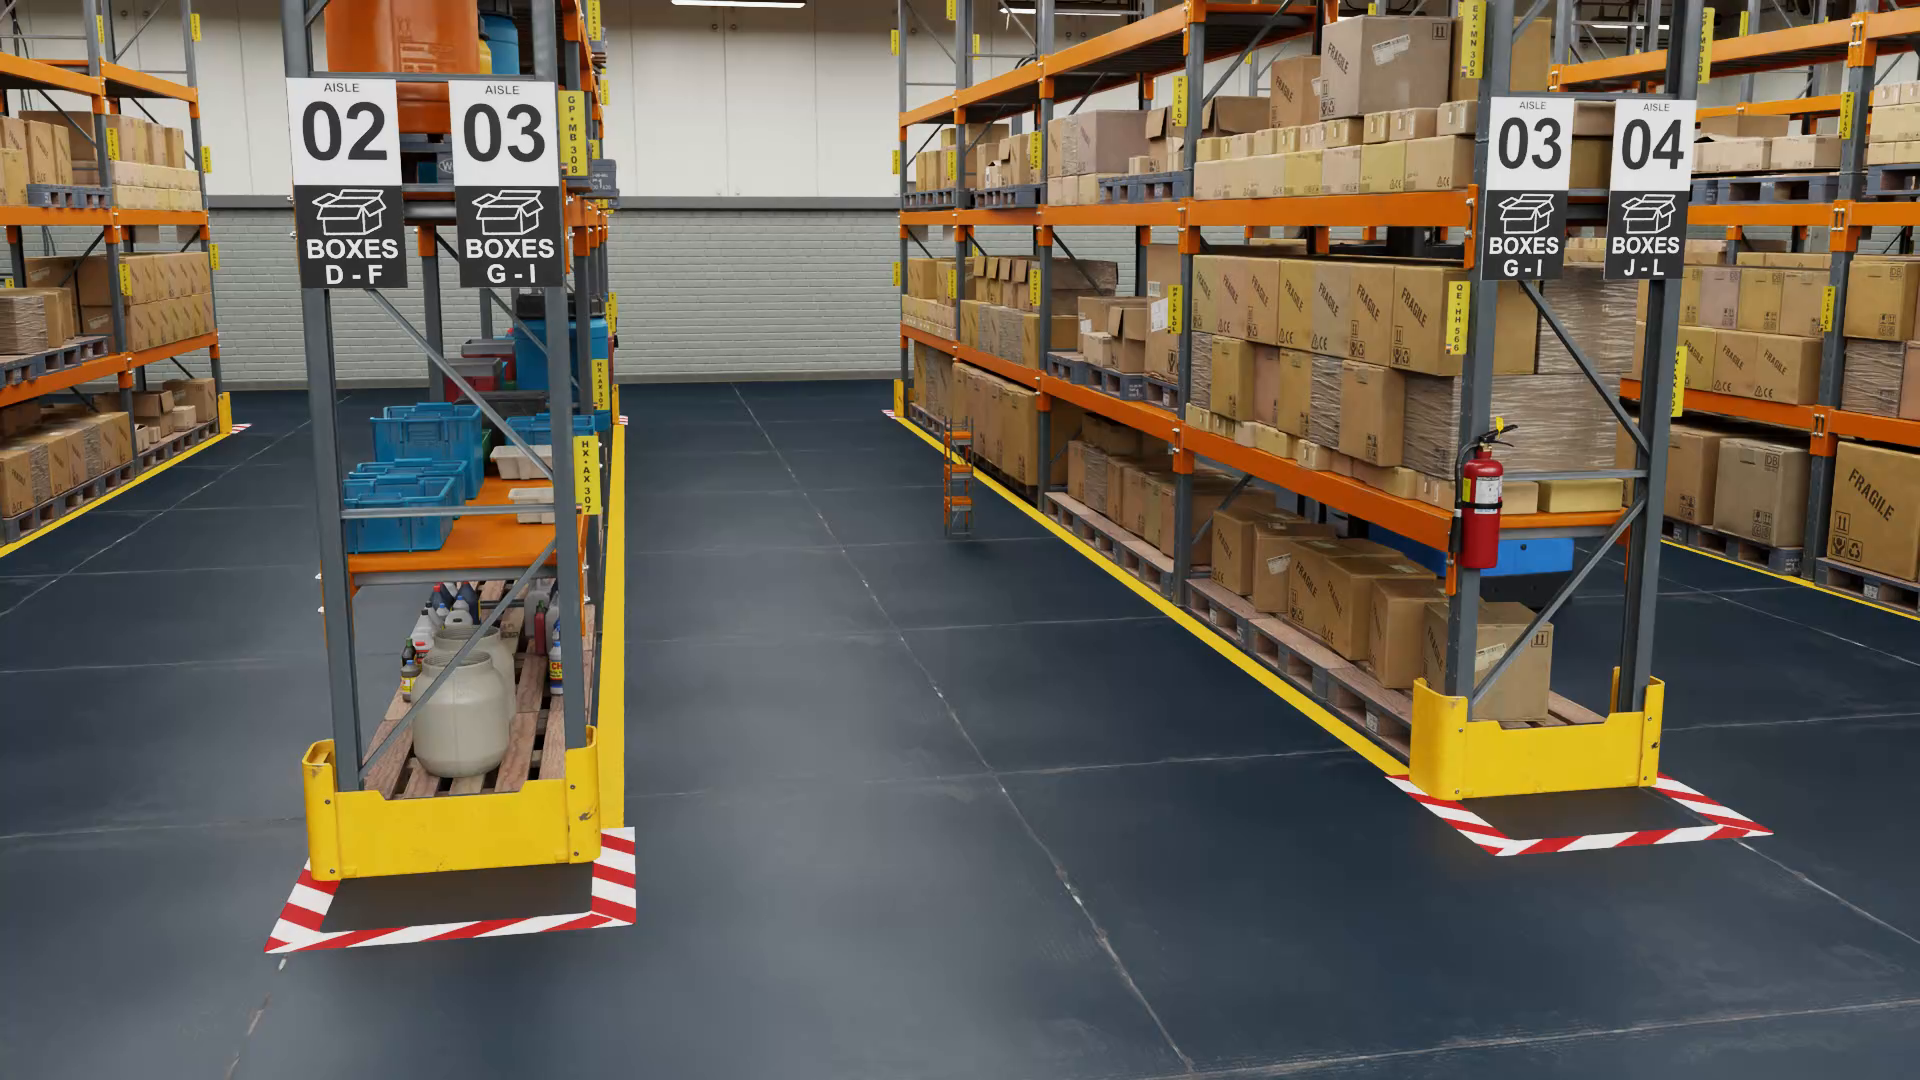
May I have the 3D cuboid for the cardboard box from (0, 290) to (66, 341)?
[{"bbox_3d":[-9.196,-2.168,16.176,0.700,0.500,0.500,0,11,-2],"label":"cardboard box"}]

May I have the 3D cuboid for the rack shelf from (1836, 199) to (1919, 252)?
[{"bbox_3d":[7.283,-1.939,10.265,1.077,0.370,4.000,-2,11,-11],"label":"rack shelf"}]

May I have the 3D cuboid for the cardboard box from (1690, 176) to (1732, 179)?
[{"bbox_3d":[6.613,-3.424,14.989,0.500,0.311,0.500,-2,11,-11],"label":"cardboard box"}]

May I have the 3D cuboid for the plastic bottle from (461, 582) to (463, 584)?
[{"bbox_3d":[-3.024,0.403,10.145,0.061,0.283,0.133,-2,11,-11],"label":"plastic bottle"}]

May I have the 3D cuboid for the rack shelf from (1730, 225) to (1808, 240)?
[{"bbox_3d":[10.563,-3.605,19.017,1.077,0.370,4.000,-2,11,-11],"label":"rack shelf"}]

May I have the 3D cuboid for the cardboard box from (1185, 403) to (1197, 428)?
[{"bbox_3d":[1.756,-0.850,11.314,0.380,0.149,0.250,-2,11,-11],"label":"cardboard box"}]

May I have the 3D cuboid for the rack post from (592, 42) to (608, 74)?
[{"bbox_3d":[-3.887,-4.646,15.877,0.937,0.300,0.954,-1,11,-5],"label":"rack post"}]

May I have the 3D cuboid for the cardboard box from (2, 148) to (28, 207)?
[{"bbox_3d":[-8.805,-3.189,14.637,0.910,0.500,0.500,-2,11,-11],"label":"cardboard box"}]

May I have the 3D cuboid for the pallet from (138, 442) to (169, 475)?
[{"bbox_3d":[-9.398,-0.888,18.297,1.003,0.211,1.213,-2,11,-11],"label":"pallet"}]

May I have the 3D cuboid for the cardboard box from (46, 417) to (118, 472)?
[{"bbox_3d":[-8.800,-0.949,16.669,0.500,0.500,0.500,-2,11,-11],"label":"cardboard box"}]

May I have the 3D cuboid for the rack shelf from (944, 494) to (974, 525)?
[{"bbox_3d":[-0.010,-0.242,14.204,0.215,0.259,0.240,-2,11,-11],"label":"rack shelf"}]

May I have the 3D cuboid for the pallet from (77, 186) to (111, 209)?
[{"bbox_3d":[-9.207,-3.391,16.470,1.213,0.211,1.003,-2,11,-11],"label":"pallet"}]

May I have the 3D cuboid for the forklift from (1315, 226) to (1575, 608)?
[{"bbox_3d":[3.341,-1.167,12.491,1.130,2.935,3.031,-3,11,-16],"label":"forklift"}]

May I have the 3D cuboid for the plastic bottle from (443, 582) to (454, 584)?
[{"bbox_3d":[-3.218,0.355,10.432,0.097,0.271,0.097,0,11,0],"label":"plastic bottle"}]

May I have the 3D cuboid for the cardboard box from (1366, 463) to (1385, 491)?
[{"bbox_3d":[2.348,-0.348,8.675,0.380,0.149,0.250,-2,11,-11],"label":"cardboard box"}]

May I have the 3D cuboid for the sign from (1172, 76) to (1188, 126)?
[{"bbox_3d":[1.465,-2.924,11.080,0.100,0.325,0.005,-2,11,-11],"label":"sign"}]

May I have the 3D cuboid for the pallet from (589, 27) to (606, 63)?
[{"bbox_3d":[-3.738,-4.369,14.658,1.213,0.211,1.003,-2,11,-11],"label":"pallet"}]

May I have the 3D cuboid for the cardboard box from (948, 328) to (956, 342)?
[{"bbox_3d":[0.072,-2.412,19.519,0.380,0.149,0.250,-2,11,-11],"label":"cardboard box"}]

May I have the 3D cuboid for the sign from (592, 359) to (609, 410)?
[{"bbox_3d":[-2.308,-0.998,10.677,0.100,0.325,0.005,-2,11,-11],"label":"sign"}]

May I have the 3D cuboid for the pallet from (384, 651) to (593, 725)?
[{"bbox_3d":[-2.519,0.875,9.036,1.003,0.211,1.213,-2,11,-11],"label":"pallet"}]

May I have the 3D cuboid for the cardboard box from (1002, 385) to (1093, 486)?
[{"bbox_3d":[1.117,-1.048,16.238,1.225,0.875,0.875,-3,11,-14],"label":"cardboard box"}]

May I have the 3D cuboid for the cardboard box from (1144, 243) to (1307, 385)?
[{"bbox_3d":[1.992,-1.676,12.252,1.000,1.000,1.000,-2,11,-11],"label":"cardboard box"}]

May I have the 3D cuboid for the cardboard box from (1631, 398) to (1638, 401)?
[{"bbox_3d":[9.808,-2.248,23.715,0.875,0.438,0.875,-2,11,-9],"label":"cardboard box"}]

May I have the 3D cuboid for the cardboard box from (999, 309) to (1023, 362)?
[{"bbox_3d":[0.696,-2.075,16.810,0.500,0.500,0.500,-2,11,-13],"label":"cardboard box"}]

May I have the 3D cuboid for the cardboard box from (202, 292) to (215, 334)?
[{"bbox_3d":[-9.689,-2.842,20.840,0.500,0.500,0.500,-2,11,-9],"label":"cardboard box"}]

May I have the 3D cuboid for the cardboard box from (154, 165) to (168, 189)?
[{"bbox_3d":[-9.398,-4.151,19.025,0.500,0.250,0.500,-2,11,-11],"label":"cardboard box"}]

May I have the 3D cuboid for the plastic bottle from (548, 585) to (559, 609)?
[{"bbox_3d":[-2.342,0.443,9.754,0.144,0.351,0.185,-2,11,-11],"label":"plastic bottle"}]

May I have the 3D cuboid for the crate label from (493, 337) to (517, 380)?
[{"bbox_3d":[-3.700,-1.403,13.451,0.502,0.435,0.616,-2,11,-11],"label":"crate label"}]

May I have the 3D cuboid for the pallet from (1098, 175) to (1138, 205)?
[{"bbox_3d":[1.788,-2.713,12.906,1.213,0.211,1.003,-2,11,-11],"label":"pallet"}]

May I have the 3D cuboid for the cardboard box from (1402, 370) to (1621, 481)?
[{"bbox_3d":[2.707,-0.588,8.199,0.875,0.500,0.500,-2,11,-11],"label":"cardboard box"}]

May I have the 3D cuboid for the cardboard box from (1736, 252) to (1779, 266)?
[{"bbox_3d":[9.977,-3.301,20.576,0.500,0.500,0.500,-2,11,-10],"label":"cardboard box"}]

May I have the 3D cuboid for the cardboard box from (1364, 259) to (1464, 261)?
[{"bbox_3d":[2.655,-1.363,9.597,0.500,0.500,0.500,-2,11,-11],"label":"cardboard box"}]

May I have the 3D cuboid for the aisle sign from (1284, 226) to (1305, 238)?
[{"bbox_3d":[4.840,-4.688,23.853,0.394,0.787,0.004,-2,11,-11],"label":"aisle sign"}]

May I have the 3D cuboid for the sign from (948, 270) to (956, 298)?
[{"bbox_3d":[-0.091,-2.935,19.068,0.100,0.325,0.005,-2,11,-11],"label":"sign"}]

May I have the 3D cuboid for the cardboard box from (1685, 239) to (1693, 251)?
[{"bbox_3d":[9.751,-3.900,21.987,0.380,0.149,0.250,-2,11,-11],"label":"cardboard box"}]

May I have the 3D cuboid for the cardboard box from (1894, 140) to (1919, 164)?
[{"bbox_3d":[6.683,-2.665,11.435,0.380,0.149,0.250,-2,11,-11],"label":"cardboard box"}]

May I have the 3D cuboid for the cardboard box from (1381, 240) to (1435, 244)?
[{"bbox_3d":[5.489,-3.431,20.465,0.500,0.500,0.500,-2,11,-10],"label":"cardboard box"}]

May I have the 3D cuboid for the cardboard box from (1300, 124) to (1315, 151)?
[{"bbox_3d":[2.144,-2.265,9.388,0.380,0.149,0.250,-2,11,-10],"label":"cardboard box"}]

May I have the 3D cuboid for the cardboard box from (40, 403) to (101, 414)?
[{"bbox_3d":[-9.654,-1.214,18.062,0.500,0.500,0.500,-2,11,-11],"label":"cardboard box"}]

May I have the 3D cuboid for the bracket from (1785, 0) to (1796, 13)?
[{"bbox_3d":[14.194,-9.072,28.169,0.235,0.232,0.430,-2,11,-11],"label":"bracket"}]

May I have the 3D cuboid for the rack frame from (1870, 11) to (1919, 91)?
[{"bbox_3d":[14.264,-6.714,25.403,1.000,3.000,0.127,-2,11,-11],"label":"rack frame"}]

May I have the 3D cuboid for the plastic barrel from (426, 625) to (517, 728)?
[{"bbox_3d":[-2.372,0.696,8.050,0.421,0.512,0.421,0,11,0],"label":"plastic barrel"}]

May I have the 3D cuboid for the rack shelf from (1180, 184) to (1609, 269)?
[{"bbox_3d":[2.398,-1.777,9.415,1.077,0.370,4.000,-2,11,-11],"label":"rack shelf"}]

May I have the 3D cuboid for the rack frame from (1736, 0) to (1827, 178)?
[{"bbox_3d":[10.174,-5.799,20.596,1.000,3.000,0.127,-2,11,-11],"label":"rack frame"}]

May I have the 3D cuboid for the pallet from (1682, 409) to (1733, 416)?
[{"bbox_3d":[10.102,-1.624,22.166,1.003,0.211,1.213,-2,11,-11],"label":"pallet"}]

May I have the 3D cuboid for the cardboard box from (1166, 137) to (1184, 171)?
[{"bbox_3d":[1.728,-2.807,12.135,0.396,0.266,0.258,-2,11,-9],"label":"cardboard box"}]

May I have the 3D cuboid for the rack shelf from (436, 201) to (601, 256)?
[{"bbox_3d":[-3.239,-2.331,12.323,1.077,0.370,4.000,-2,11,-11],"label":"rack shelf"}]

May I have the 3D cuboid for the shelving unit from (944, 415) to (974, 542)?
[{"bbox_3d":[-0.010,-0.526,14.150,0.215,1.050,0.252,-2,11,-11],"label":"shelving unit"}]

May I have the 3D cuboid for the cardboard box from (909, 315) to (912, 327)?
[{"bbox_3d":[-0.478,-2.931,22.243,0.380,0.149,0.250,-2,11,-12],"label":"cardboard box"}]

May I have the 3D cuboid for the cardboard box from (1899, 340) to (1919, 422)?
[{"bbox_3d":[7.106,-1.092,11.512,0.875,0.550,0.550,-2,11,-11],"label":"cardboard box"}]

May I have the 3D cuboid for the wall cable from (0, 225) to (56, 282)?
[{"bbox_3d":[-15.651,-5.157,25.527,3.097,2.526,0.112,-2,11,-11],"label":"wall cable"}]

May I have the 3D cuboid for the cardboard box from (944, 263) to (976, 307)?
[{"bbox_3d":[0.101,-3.007,19.572,0.500,0.500,0.500,-2,11,-9],"label":"cardboard box"}]

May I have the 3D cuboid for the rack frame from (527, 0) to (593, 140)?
[{"bbox_3d":[-3.628,-4.525,13.902,1.000,3.000,0.127,-2,11,-11],"label":"rack frame"}]

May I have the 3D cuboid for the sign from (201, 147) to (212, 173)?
[{"bbox_3d":[-9.495,-4.790,20.953,0.100,0.325,0.005,-2,11,-11],"label":"sign"}]

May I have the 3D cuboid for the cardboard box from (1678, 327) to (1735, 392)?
[{"bbox_3d":[6.333,-1.506,13.822,0.500,0.500,0.500,-2,11,-10],"label":"cardboard box"}]

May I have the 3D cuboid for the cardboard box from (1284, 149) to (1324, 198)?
[{"bbox_3d":[2.149,-2.047,9.310,0.500,0.250,0.500,-2,11,-12],"label":"cardboard box"}]
